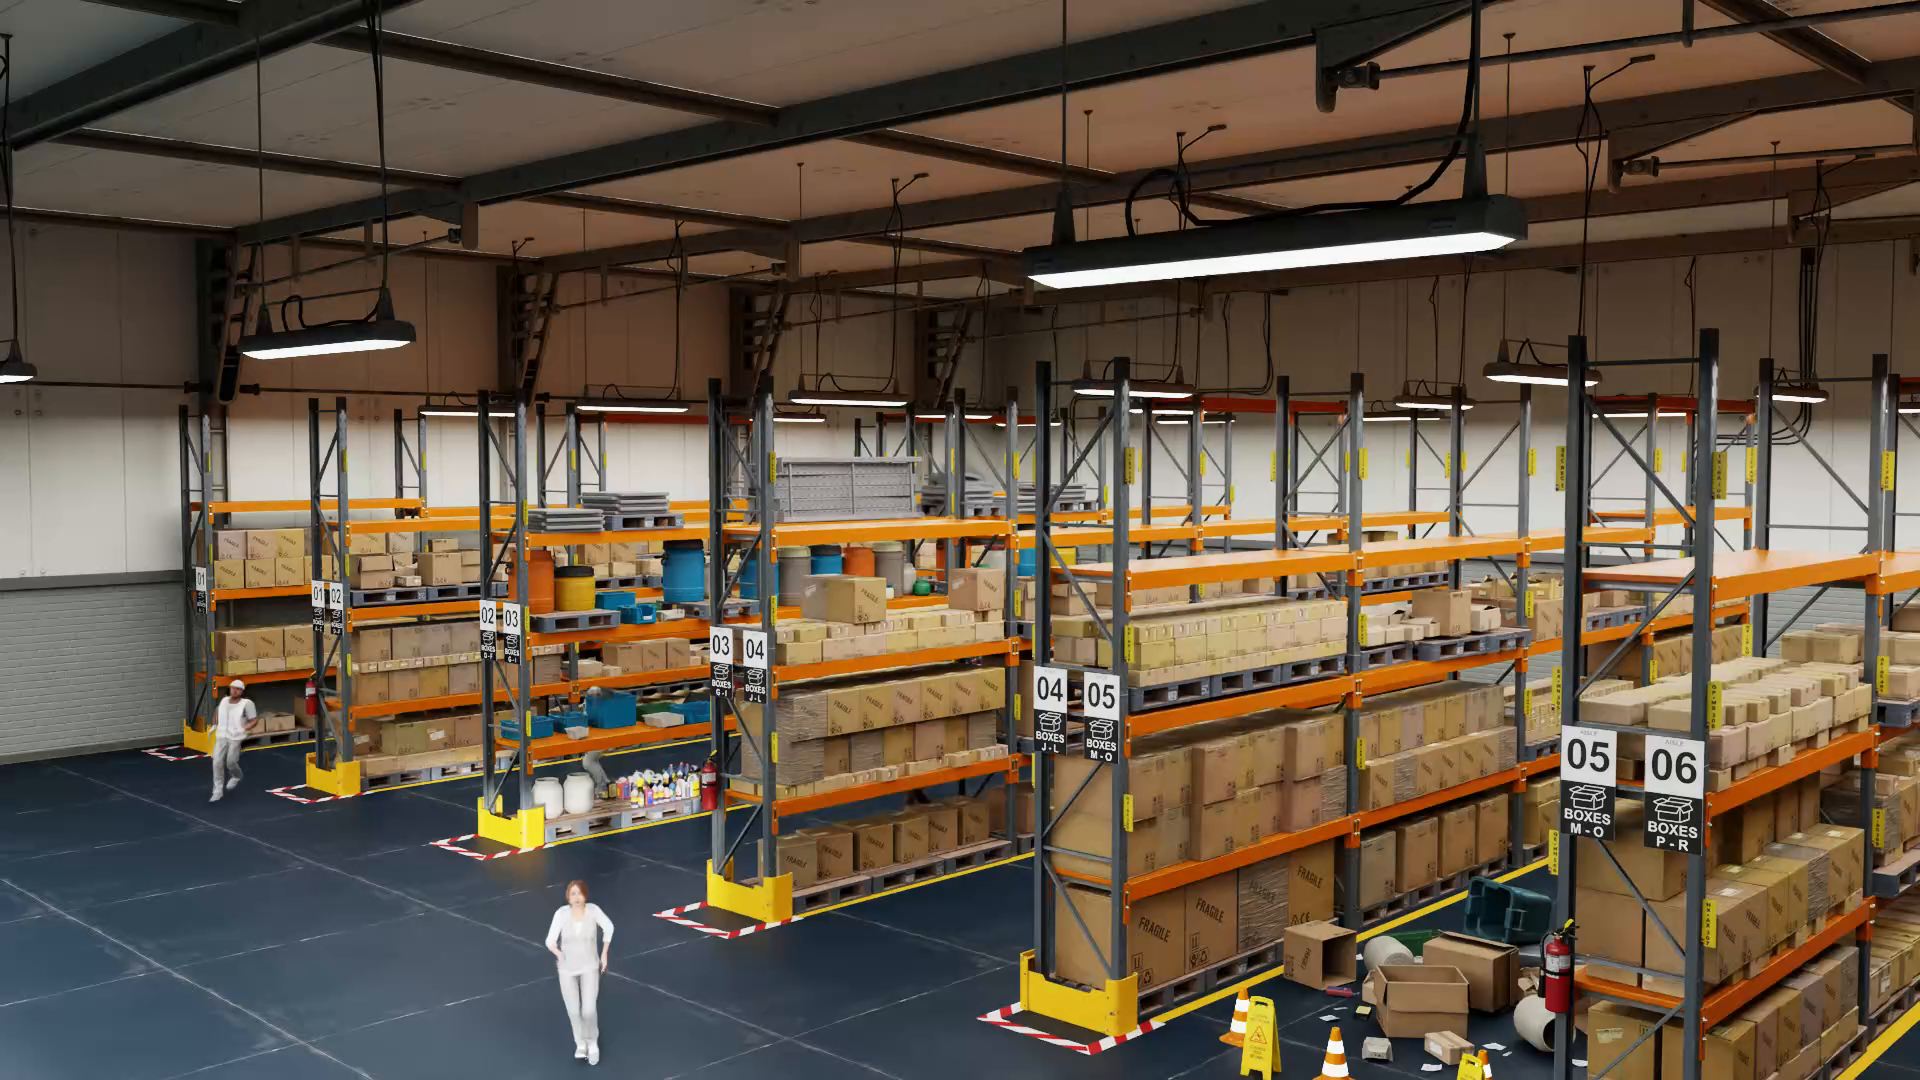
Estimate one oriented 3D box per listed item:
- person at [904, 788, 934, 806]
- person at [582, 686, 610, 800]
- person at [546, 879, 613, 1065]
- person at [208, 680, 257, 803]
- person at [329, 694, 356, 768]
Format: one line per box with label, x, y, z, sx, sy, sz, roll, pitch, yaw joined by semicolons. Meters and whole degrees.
person;-0.630;3.094;22.895;0.650;1.738;0.888;3;4;42
person;-5.481;3.037;24.872;0.583;1.701;0.660;3;4;43
person;-3.202;3.635;13.963;0.540;1.583;0.628;0;3;-6
person;-10.907;2.981;24.893;0.735;1.763;0.829;0;3;1
person;-10.092;2.862;27.512;0.598;1.745;0.733;2;4;35
